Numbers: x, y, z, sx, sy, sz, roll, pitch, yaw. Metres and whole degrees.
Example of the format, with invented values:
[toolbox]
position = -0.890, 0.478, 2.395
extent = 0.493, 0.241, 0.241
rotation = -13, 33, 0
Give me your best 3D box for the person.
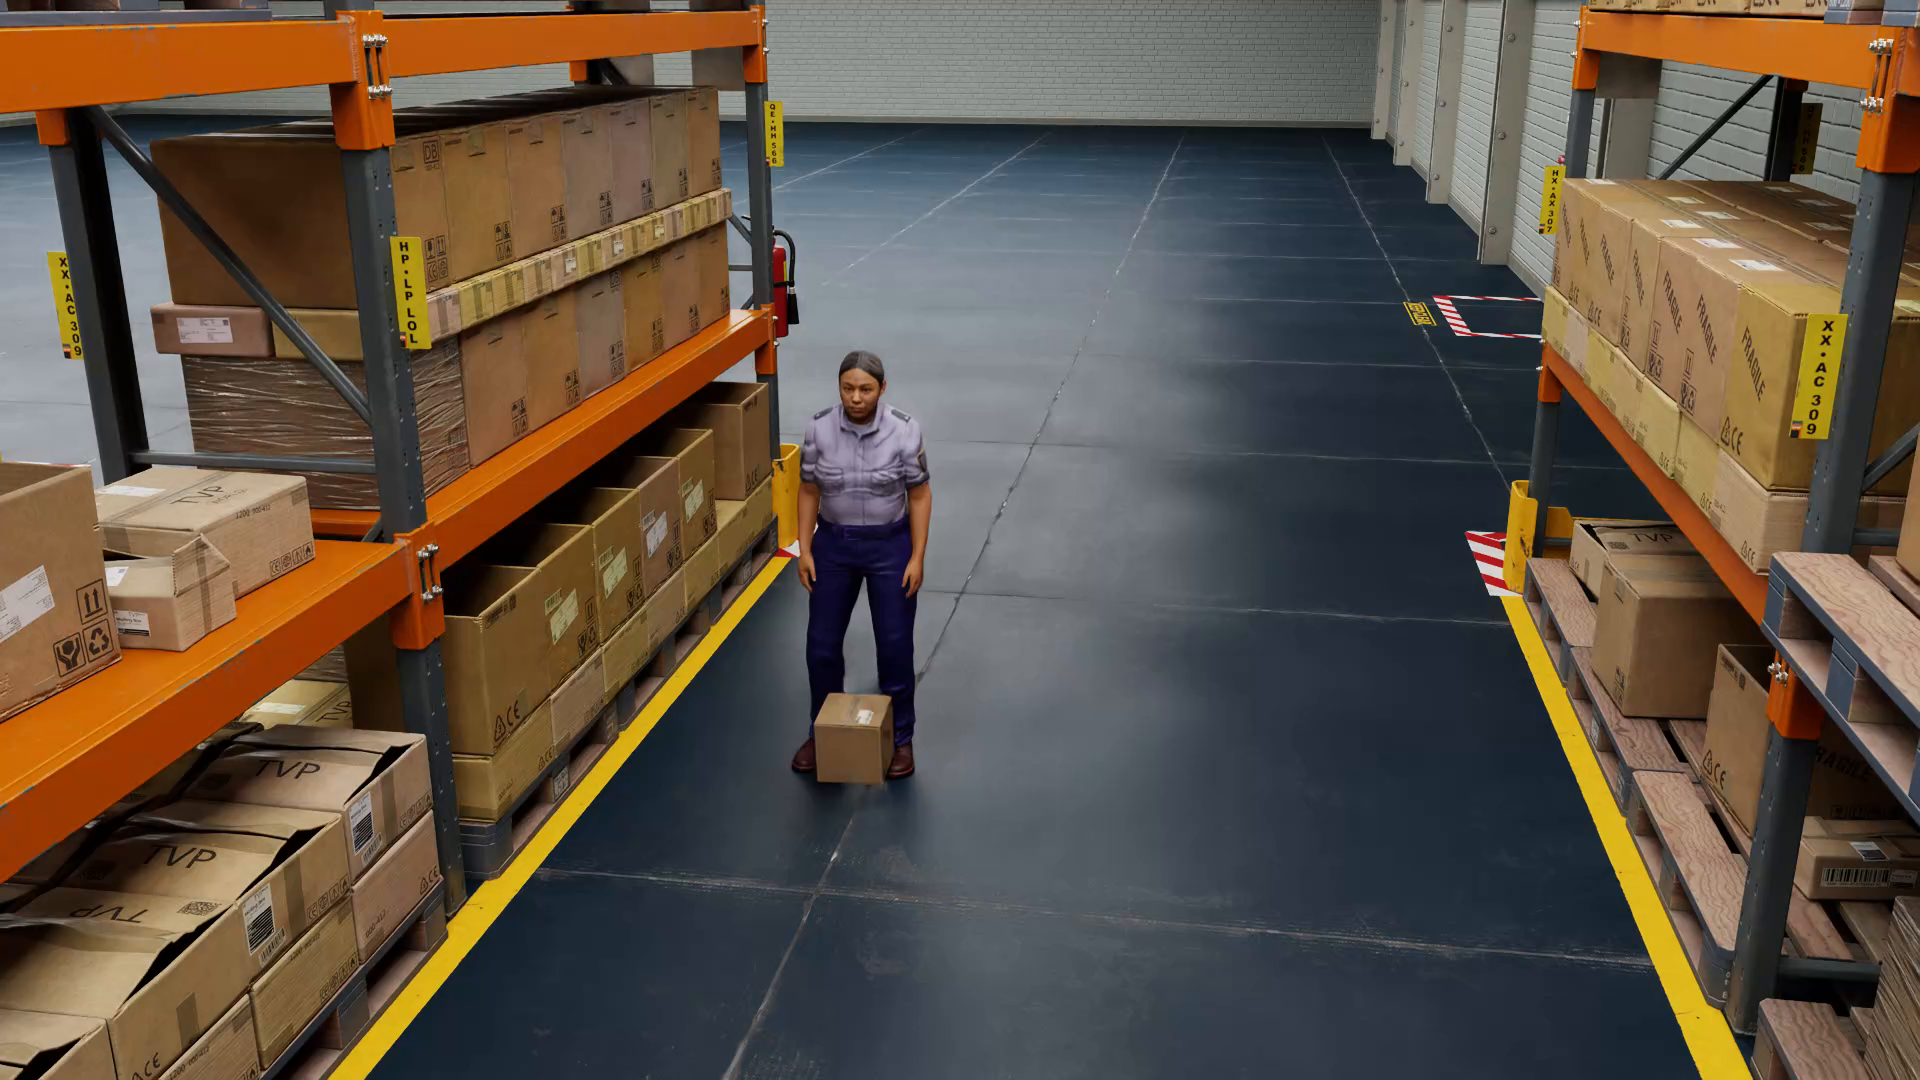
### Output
[person]
position = -0.377, 0.076, 6.332
extent = 0.535, 1.653, 0.373
rotation = 2, 18, 8
